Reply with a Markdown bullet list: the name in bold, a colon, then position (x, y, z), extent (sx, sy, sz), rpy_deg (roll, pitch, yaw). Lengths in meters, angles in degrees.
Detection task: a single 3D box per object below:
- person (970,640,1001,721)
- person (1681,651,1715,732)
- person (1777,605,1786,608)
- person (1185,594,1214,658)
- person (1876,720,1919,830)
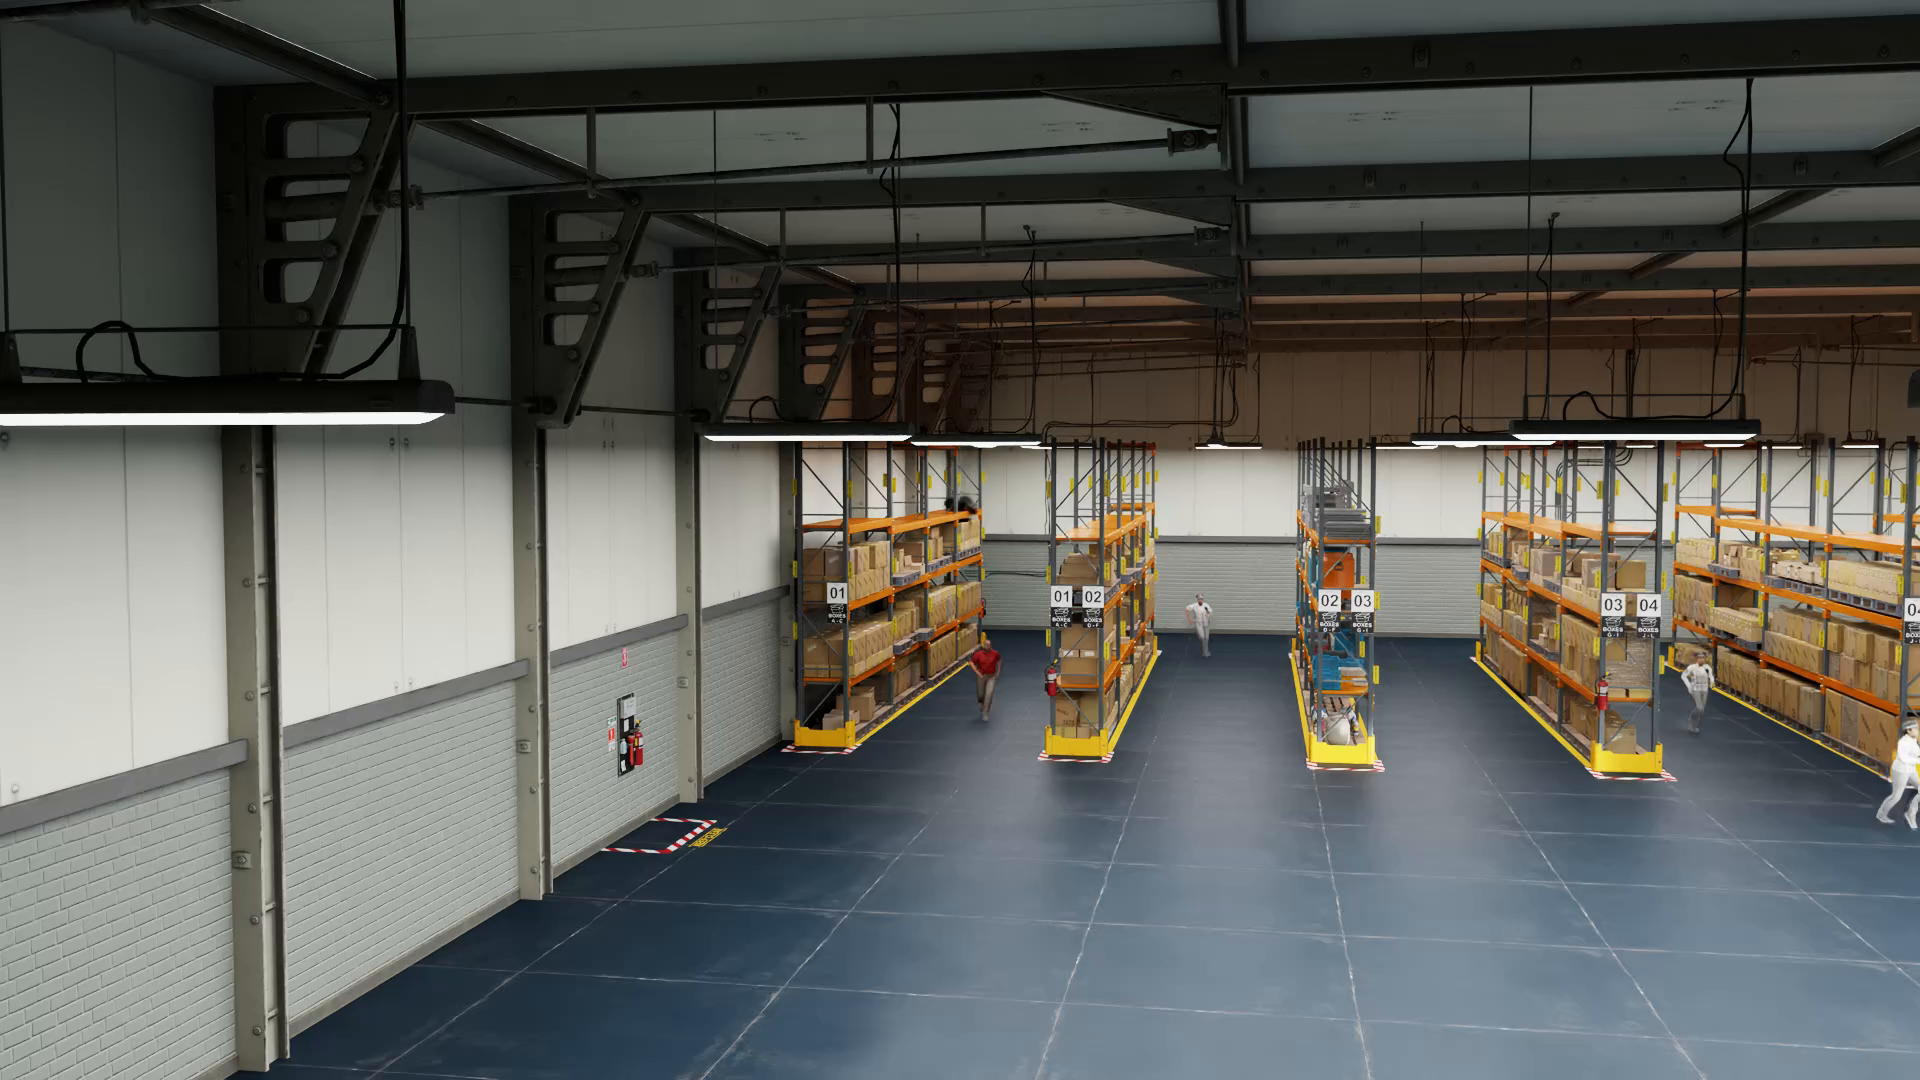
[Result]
- **person**: position (0.561, 2.991, 35.795), extent (0.687, 1.721, 0.904), rpy_deg (0, 3, -5)
- **person**: position (15.017, 3.090, 33.823), extent (0.495, 1.669, 0.617), rpy_deg (0, 3, 1)
- **person**: position (22.450, 2.552, 45.394), extent (0.575, 1.572, 0.529), rpy_deg (1, 3, 16)
- **person**: position (6.717, 2.399, 46.486), extent (0.762, 1.819, 0.710), rpy_deg (0, 3, -9)
- **person**: position (14.335, 3.542, 25.240), extent (0.641, 1.686, 0.794), rpy_deg (-2, 4, -37)
